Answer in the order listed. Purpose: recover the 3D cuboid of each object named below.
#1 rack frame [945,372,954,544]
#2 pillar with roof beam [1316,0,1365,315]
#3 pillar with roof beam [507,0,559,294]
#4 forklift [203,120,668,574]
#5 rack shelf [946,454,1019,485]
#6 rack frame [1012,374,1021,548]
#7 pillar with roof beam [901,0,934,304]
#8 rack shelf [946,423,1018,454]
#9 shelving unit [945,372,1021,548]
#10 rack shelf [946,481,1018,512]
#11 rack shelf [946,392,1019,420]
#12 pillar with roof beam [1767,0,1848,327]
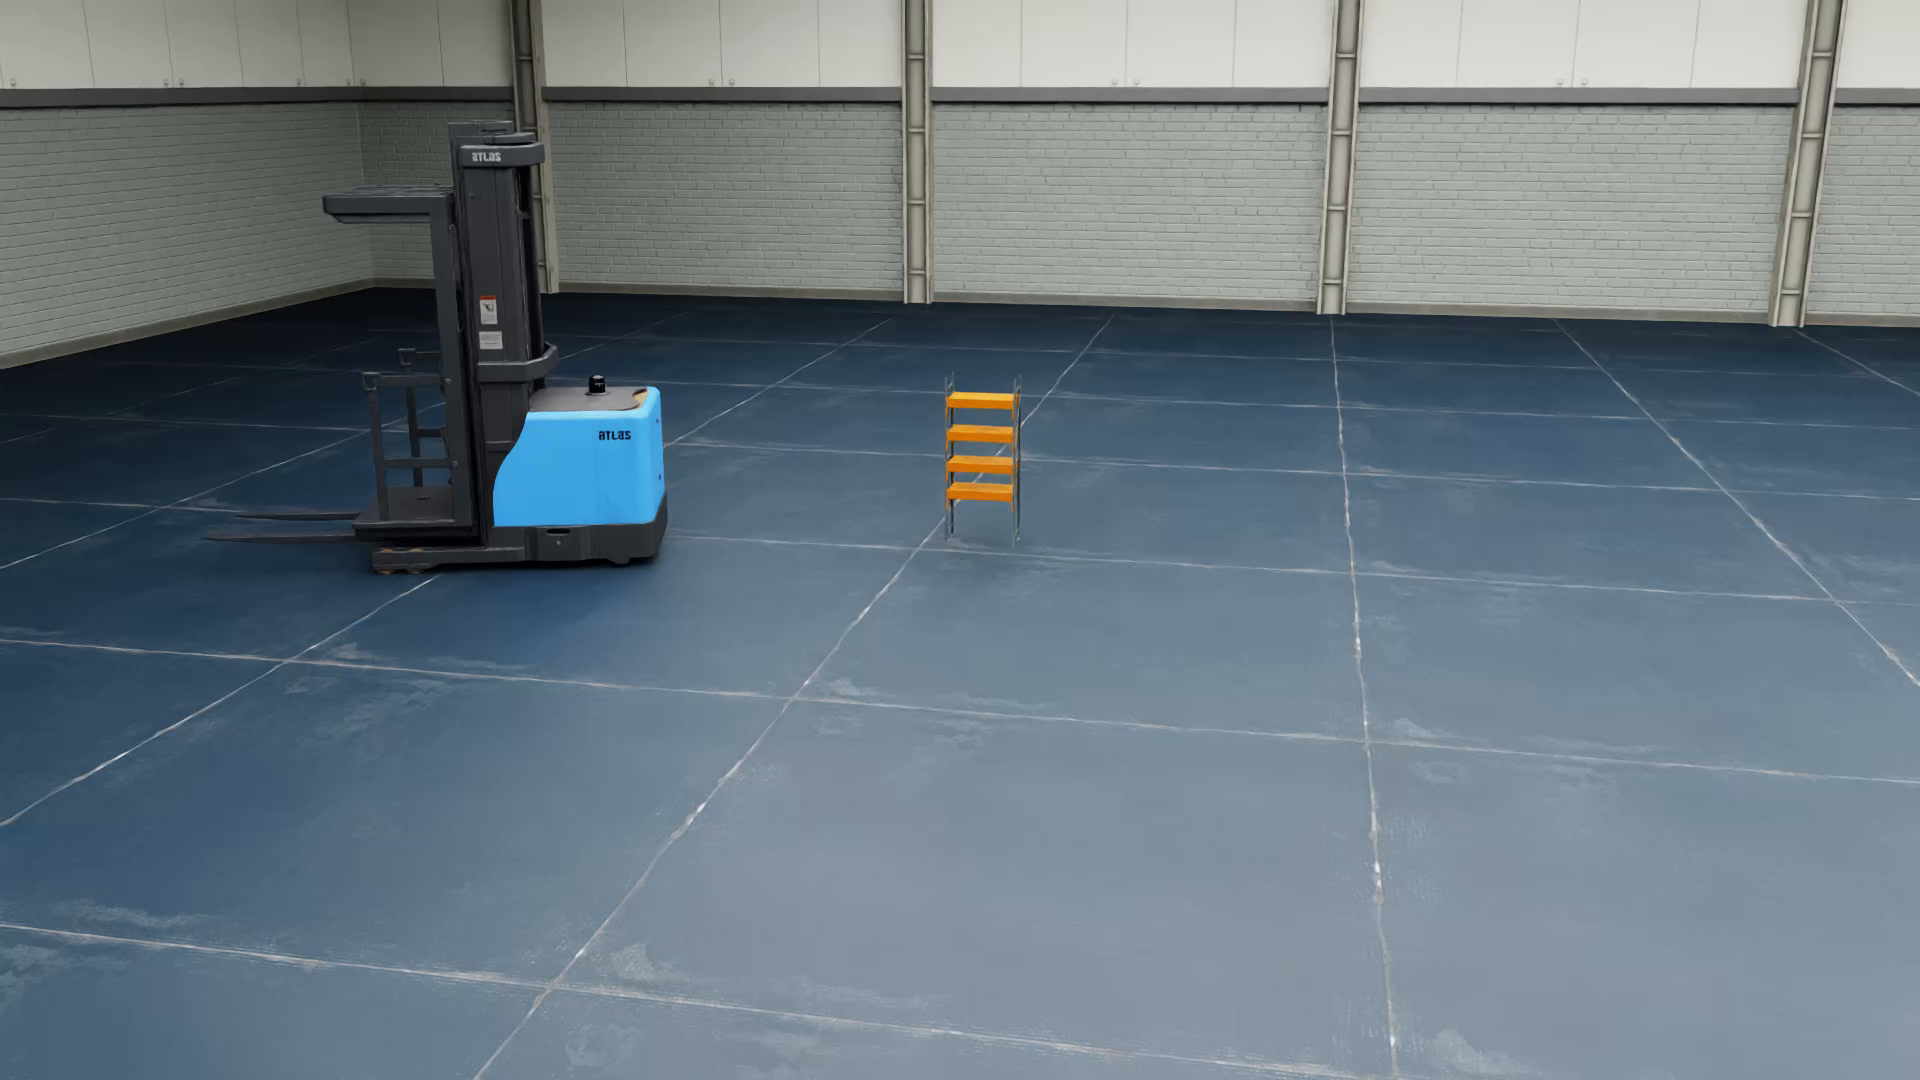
[{"bbox_3d":[-0.077,-0.582,11.847,0.015,1.200,0.240,3,16,11],"label":"rack frame"},{"bbox_3d":[4.410,-6.433,18.359,0.400,9.000,9.100,3,16,11],"label":"pillar with roof beam"},{"bbox_3d":[-7.350,-7.071,20.663,0.400,9.000,9.100,3,16,11],"label":"pillar with roof beam"},{"bbox_3d":[-3.618,-1.331,11.306,3.031,2.935,1.130,-1,16,-5],"label":"forklift"},{"bbox_3d":[0.162,-0.505,11.818,0.480,0.148,0.258,3,16,11],"label":"rack shelf"},{"bbox_3d":[0.401,-0.556,11.753,0.015,1.200,0.240,3,16,11],"label":"rack frame"},{"bbox_3d":[-1.470,-6.752,19.511,0.400,9.000,9.100,3,16,11],"label":"pillar with roof beam"},{"bbox_3d":[0.162,-0.720,11.758,0.480,0.148,0.258,3,16,11],"label":"rack shelf"},{"bbox_3d":[0.162,-0.569,11.800,0.503,1.200,0.258,3,16,11],"label":"shelving unit"},{"bbox_3d":[0.162,-0.313,11.871,0.480,0.148,0.258,3,16,11],"label":"rack shelf"},{"bbox_3d":[0.162,-0.948,11.695,0.480,0.148,0.258,3,16,11],"label":"rack shelf"},{"bbox_3d":[10.289,-6.114,17.206,0.400,9.000,9.100,3,16,11],"label":"pillar with roof beam"}]
